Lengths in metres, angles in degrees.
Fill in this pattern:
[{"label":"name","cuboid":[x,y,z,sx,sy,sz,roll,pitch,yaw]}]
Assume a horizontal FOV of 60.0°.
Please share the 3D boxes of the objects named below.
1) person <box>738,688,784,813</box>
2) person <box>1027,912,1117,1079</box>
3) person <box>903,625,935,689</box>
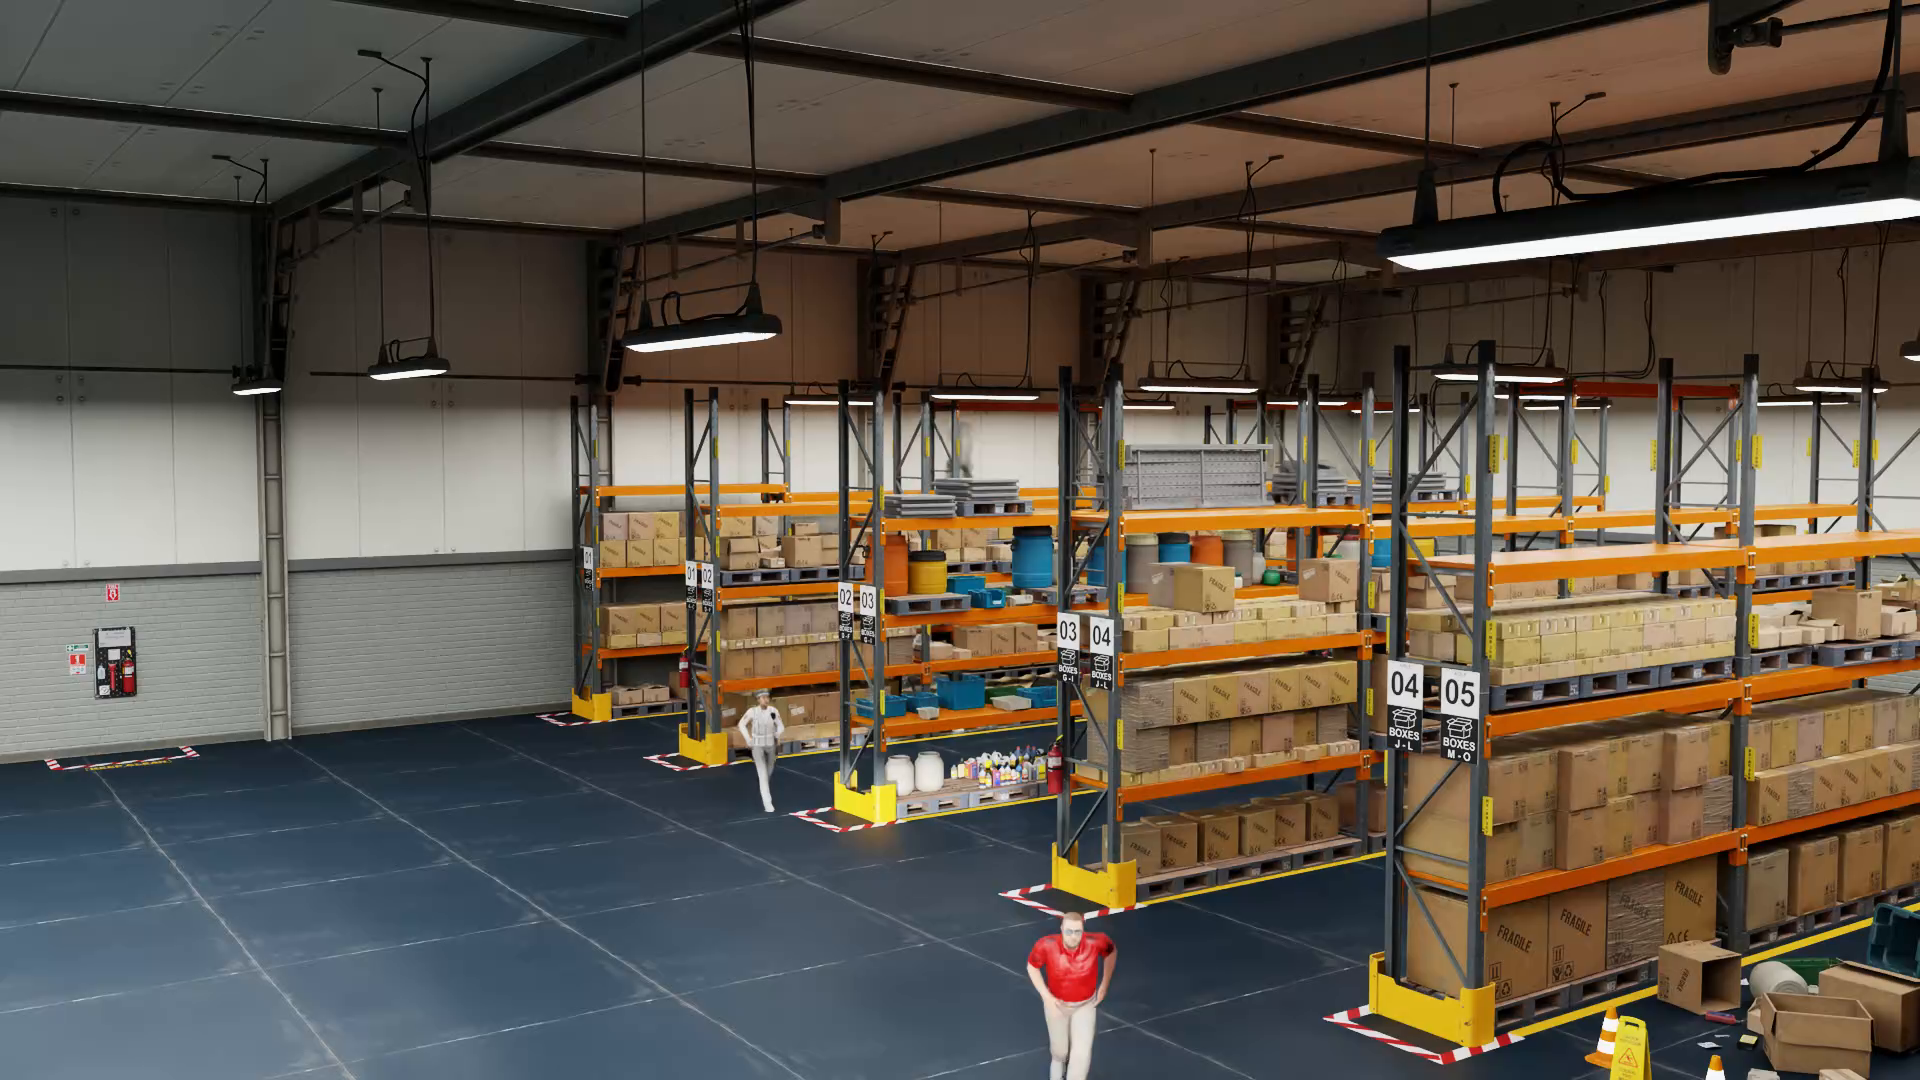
[{"label":"person","cuboid":[-2.790,2.915,23.437,0.626,1.709,0.913,-2,4,-24]},{"label":"person","cuboid":[0.846,3.593,12.795,0.693,1.692,1.007,0,3,-3]},{"label":"person","cuboid":[-0.700,2.406,31.421,1.047,1.791,0.679,-3,4,-40]}]
